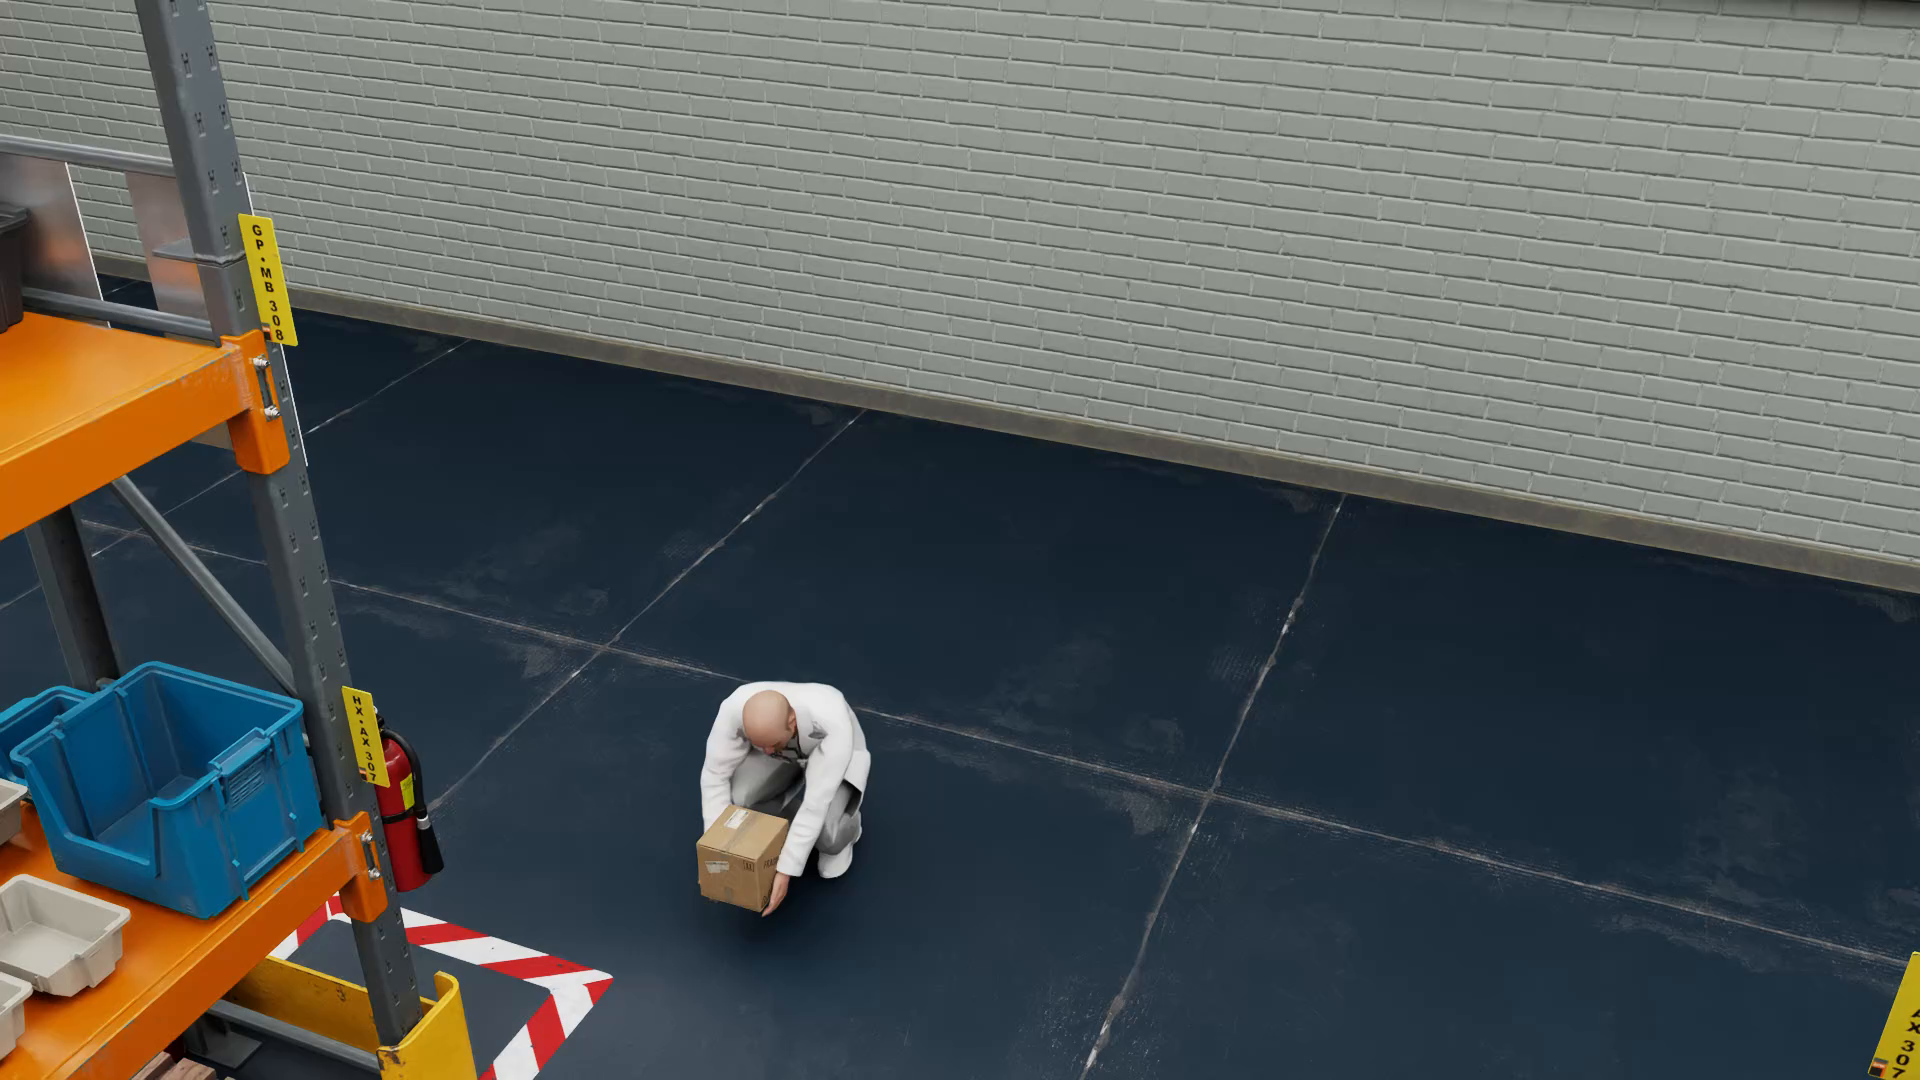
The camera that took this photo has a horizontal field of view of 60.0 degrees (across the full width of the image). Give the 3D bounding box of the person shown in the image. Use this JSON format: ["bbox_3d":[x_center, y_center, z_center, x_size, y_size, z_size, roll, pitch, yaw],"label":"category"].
[{"bbox_3d":[-0.661,0.883,6.387,0.595,0.982,0.896,11,31,19],"label":"person"}]
